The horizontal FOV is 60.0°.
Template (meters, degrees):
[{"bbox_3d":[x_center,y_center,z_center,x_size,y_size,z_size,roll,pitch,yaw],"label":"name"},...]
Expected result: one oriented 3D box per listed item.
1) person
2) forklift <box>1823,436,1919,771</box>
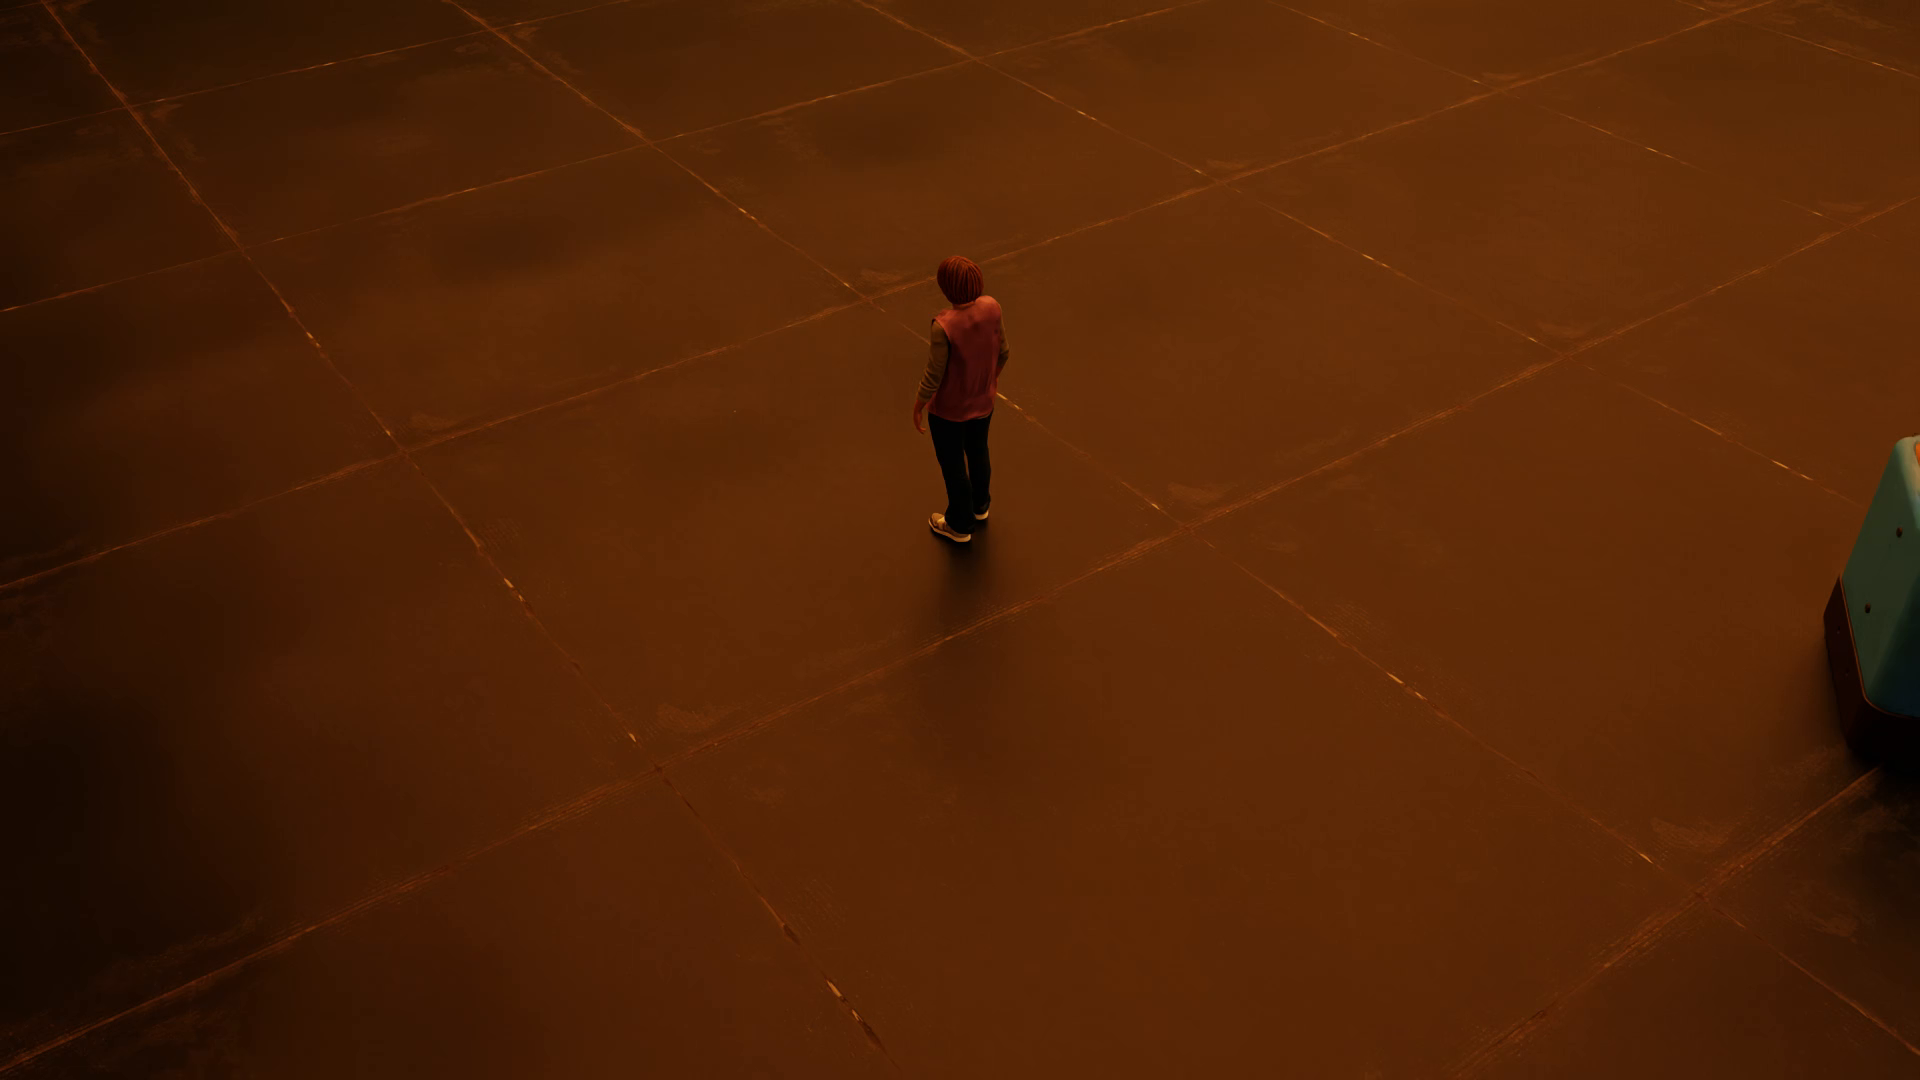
[{"bbox_3d":[-0.031,-0.687,7.987,0.520,1.593,0.476,-23,42,-28],"label":"person"},{"bbox_3d":[5.377,-0.258,6.294,3.031,2.935,1.130,10,38,13],"label":"forklift"}]
